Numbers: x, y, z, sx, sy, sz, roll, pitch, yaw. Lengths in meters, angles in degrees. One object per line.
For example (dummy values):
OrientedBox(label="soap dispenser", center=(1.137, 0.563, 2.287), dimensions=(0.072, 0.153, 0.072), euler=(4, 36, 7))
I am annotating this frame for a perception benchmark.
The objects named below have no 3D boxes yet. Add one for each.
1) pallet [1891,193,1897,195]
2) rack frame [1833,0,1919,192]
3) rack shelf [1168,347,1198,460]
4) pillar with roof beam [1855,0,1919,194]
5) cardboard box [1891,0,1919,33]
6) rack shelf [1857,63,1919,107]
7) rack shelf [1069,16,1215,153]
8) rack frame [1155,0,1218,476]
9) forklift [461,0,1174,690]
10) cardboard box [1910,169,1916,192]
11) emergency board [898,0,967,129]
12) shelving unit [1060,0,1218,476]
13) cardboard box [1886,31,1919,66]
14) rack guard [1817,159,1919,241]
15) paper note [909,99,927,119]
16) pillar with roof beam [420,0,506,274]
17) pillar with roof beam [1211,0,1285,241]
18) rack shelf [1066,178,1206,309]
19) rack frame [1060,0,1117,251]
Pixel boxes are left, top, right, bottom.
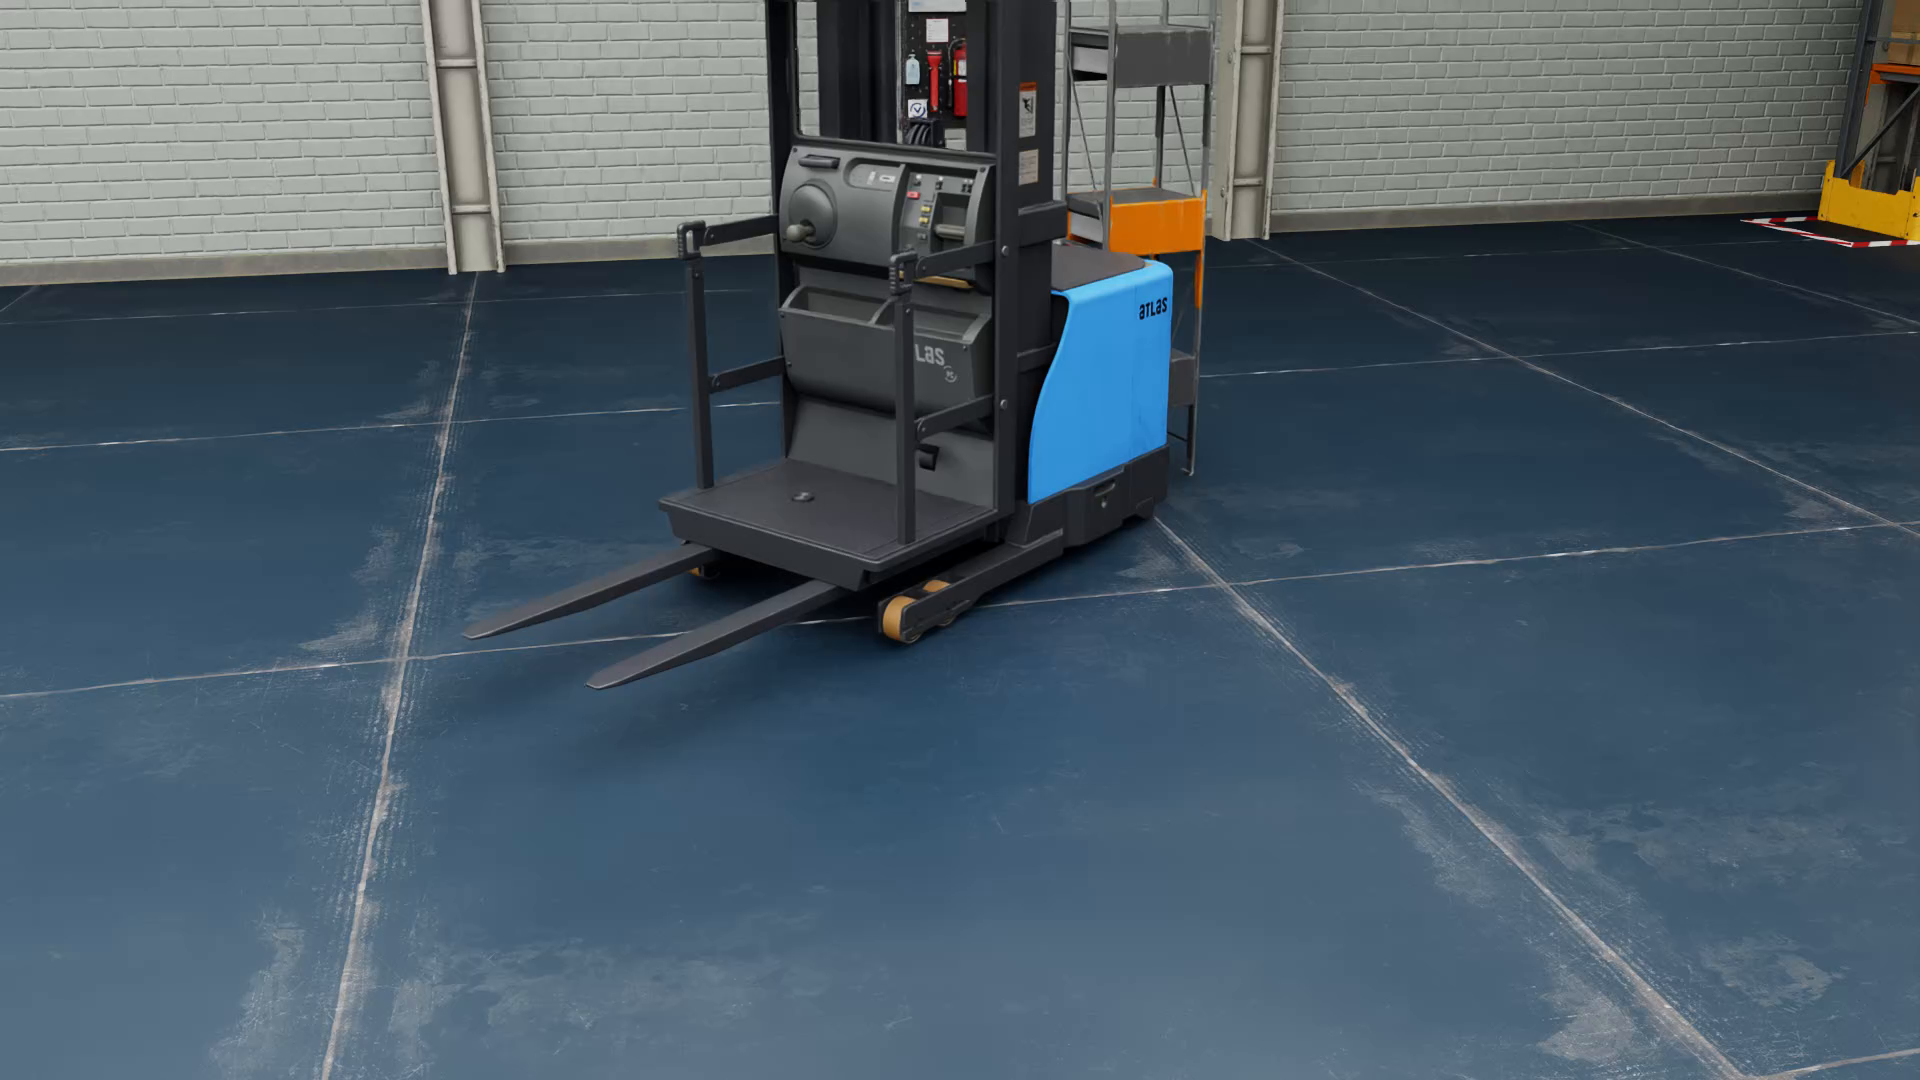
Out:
OrientedBox(label="pallet", center=(8.511, -2.760, 14.043), dimensions=(1.213, 0.211, 1.003), euler=(-5, 21, -12))
OrientedBox(label="rack frame", center=(7.638, -4.011, 13.403), dimensions=(0.127, 3.000, 1.000), euler=(-5, 21, -12))
OrientedBox(label="rack shelf", center=(0.757, -0.635, 7.571), dimensions=(0.480, 0.518, 0.431), euler=(-10, 22, -25))
OrientedBox(label="pillar with roof beam", center=(9.111, -5.732, 9.379), dimensions=(0.400, 9.000, 9.100), euler=(-5, 21, -12))
OrientedBox(label="cardboard box", center=(8.048, -4.411, 13.593), dimensions=(0.500, 0.500, 0.500), euler=(-5, 21, -13))
OrientedBox(label="rack shelf", center=(9.585, -3.832, 13.959), dimensions=(4.000, 0.370, 1.077), euler=(-5, 21, -12))
OrientedBox(label="rack shelf", center=(0.757, -1.950, 7.090), dimensions=(0.480, 0.518, 0.431), euler=(-10, 22, -25))
OrientedBox(label="rack frame", center=(0.976, -1.343, 7.427), dimensions=(0.015, 2.100, 0.400), euler=(-10, 22, -25))
OrientedBox(label="forklift", center=(-0.413, -1.205, 5.842), dimensions=(1.130, 2.935, 3.031), euler=(15, 25, 35))
OrientedBox(label="cardboard box", center=(8.332, -2.980, 13.857), dimensions=(0.500, 0.311, 0.500), euler=(-7, 21, -19))
OrientedBox(label="emergency board", center=(-0.132, -3.698, 12.550), dimensions=(0.643, 1.169, 0.194), euler=(-5, 21, -12))
OrientedBox(label="shelving unit", center=(0.757, -1.306, 7.326), dimensions=(0.503, 2.100, 0.431), euler=(-10, 22, -25))
OrientedBox(label="cardboard box", center=(8.049, -4.052, 13.704), dimensions=(0.500, 0.250, 0.500), euler=(-4, 21, -12))
OrientedBox(label="rack guard", center=(7.712, -2.843, 13.850), dimensions=(0.348, 0.500, 1.175), euler=(-5, 21, -12))
OrientedBox(label="paper note", center=(-0.320, -3.294, 12.726), dimensions=(0.142, 0.148, 0.016), euler=(-5, 21, -12))
OrientedBox(label="pillar with roof beam", center=(-2.567, -4.782, 6.787), dimensions=(0.400, 9.000, 9.100), euler=(-5, 21, -12))
OrientedBox(label="pillar with roof beam", center=(3.272, -5.257, 8.083), dimensions=(0.400, 9.000, 9.100), euler=(-5, 21, -12))
OrientedBox(label="rack shelf", center=(0.757, -1.293, 7.331), dimensions=(0.480, 0.518, 0.431), euler=(-10, 22, -25))
OrientedBox(label="rack frame", center=(0.538, -1.268, 7.225), dimensions=(0.015, 2.100, 0.400), euler=(-10, 22, -25))
